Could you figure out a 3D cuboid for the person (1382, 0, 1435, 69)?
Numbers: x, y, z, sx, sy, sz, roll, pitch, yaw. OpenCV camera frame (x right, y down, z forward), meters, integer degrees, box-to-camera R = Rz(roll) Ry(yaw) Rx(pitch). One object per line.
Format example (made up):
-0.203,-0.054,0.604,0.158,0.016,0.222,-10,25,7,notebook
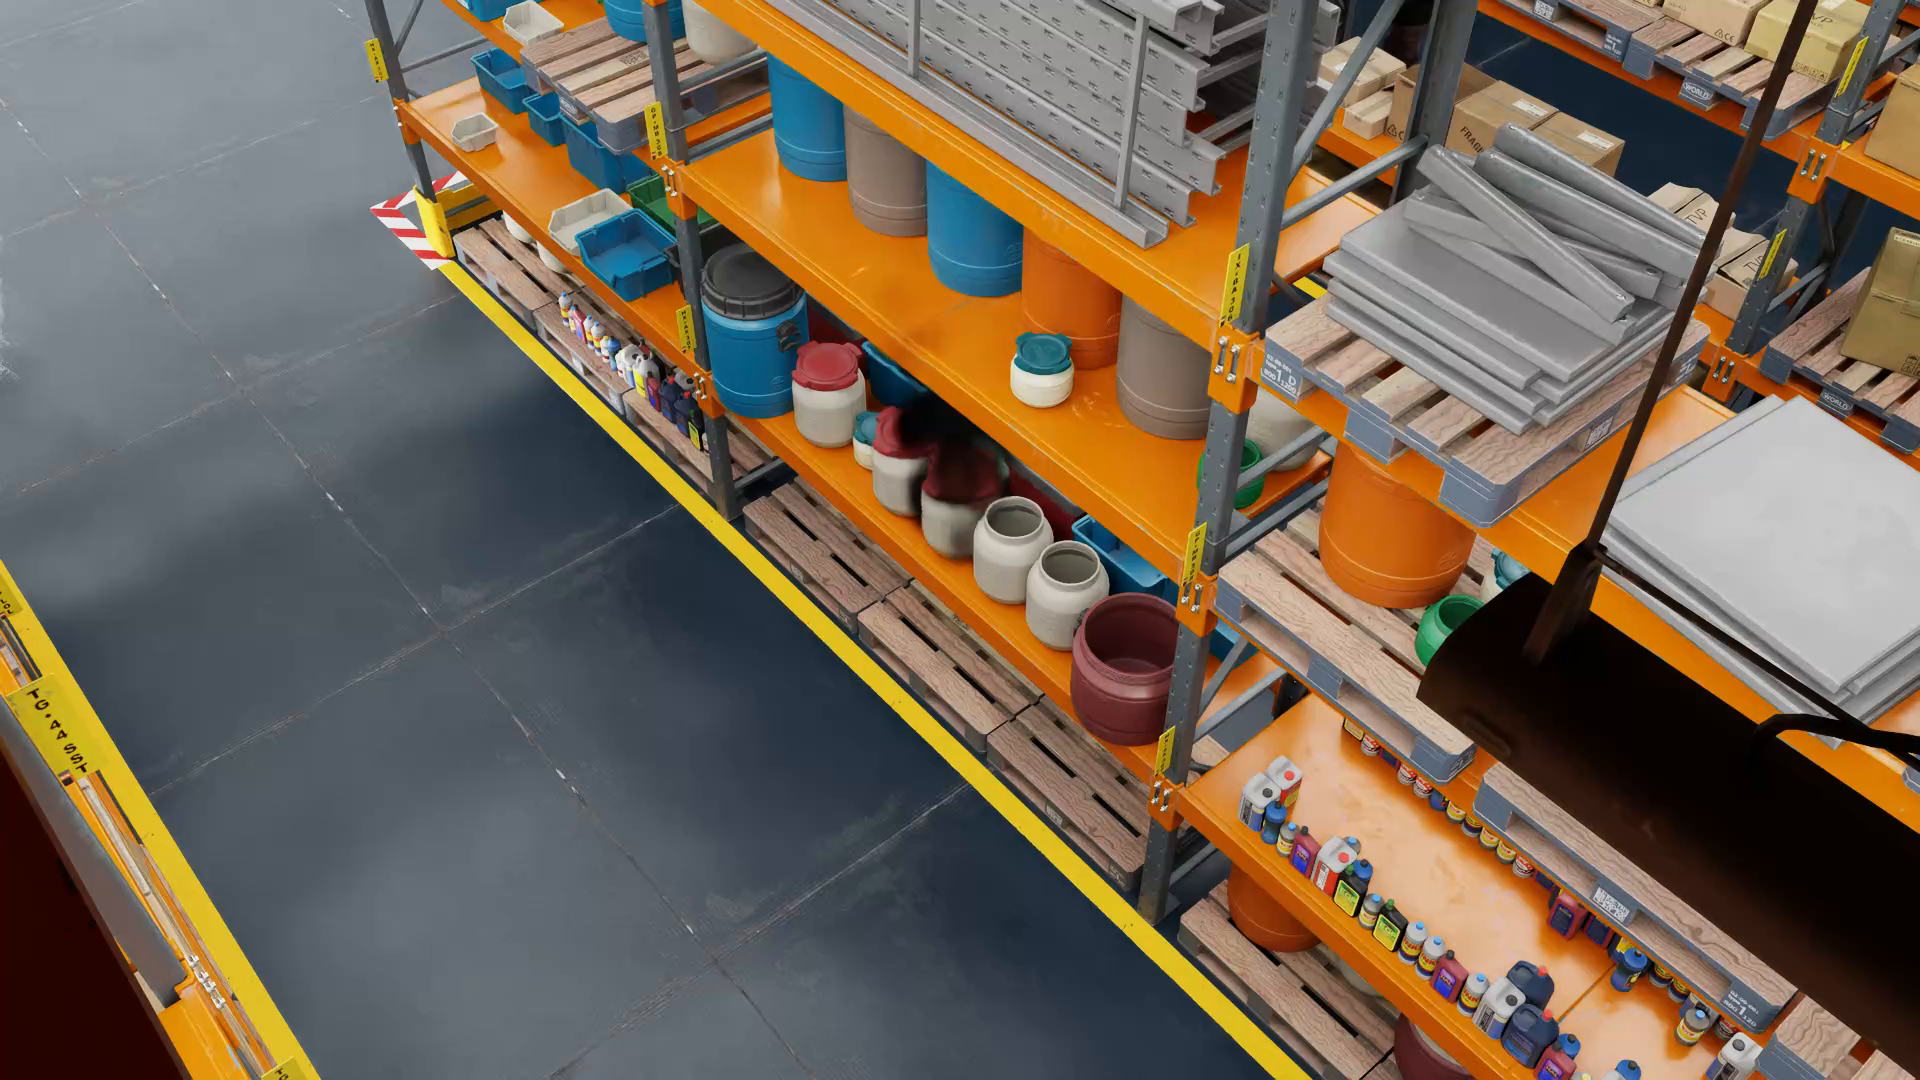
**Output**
3.777,-4.297,13.884,0.644,1.772,0.793,-35,56,-29,person
